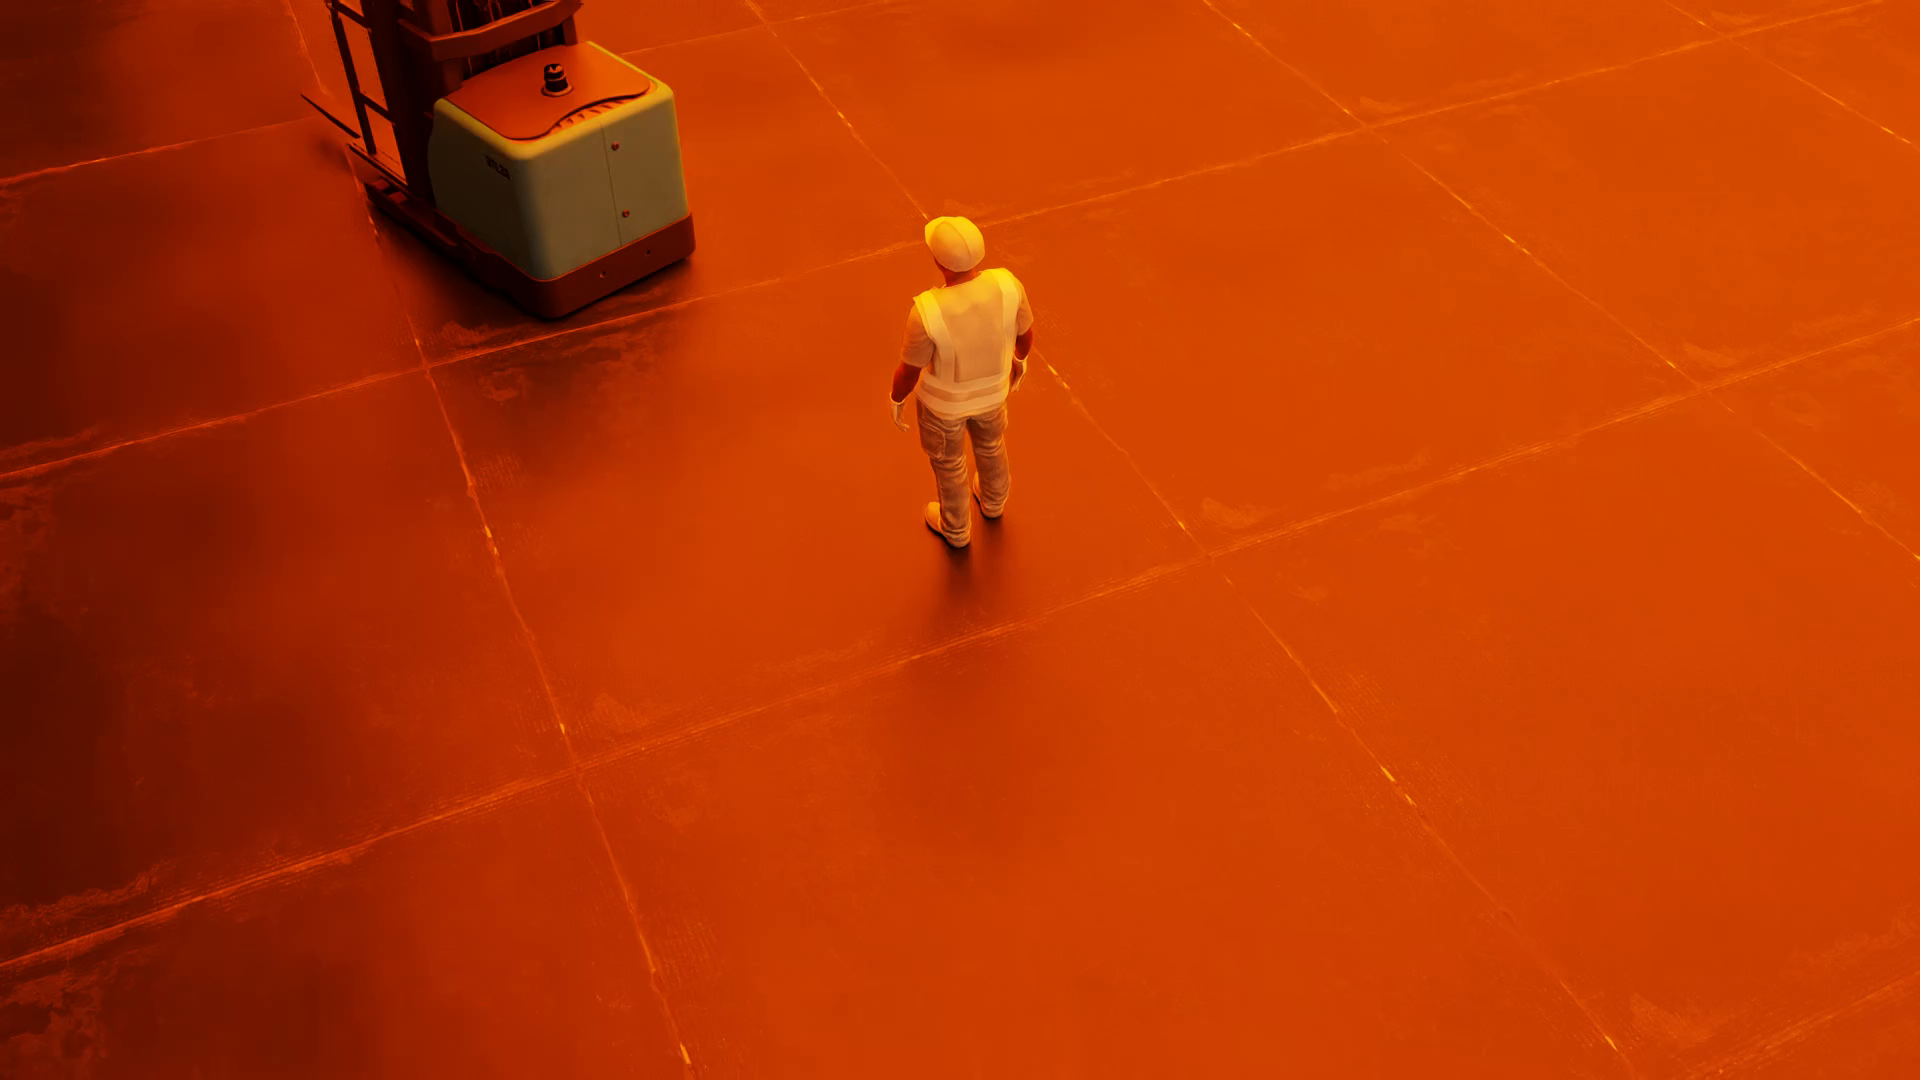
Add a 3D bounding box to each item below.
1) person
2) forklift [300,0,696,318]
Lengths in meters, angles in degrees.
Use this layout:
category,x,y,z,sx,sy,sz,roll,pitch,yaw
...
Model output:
category,x,y,z,sx,sy,sz,roll,pitch,yaw
person,-0.022,-0.704,7.265,0.656,1.782,0.577,-18,46,-18
forklift,-2.899,-3.181,9.089,1.130,2.935,3.031,-34,52,-31
